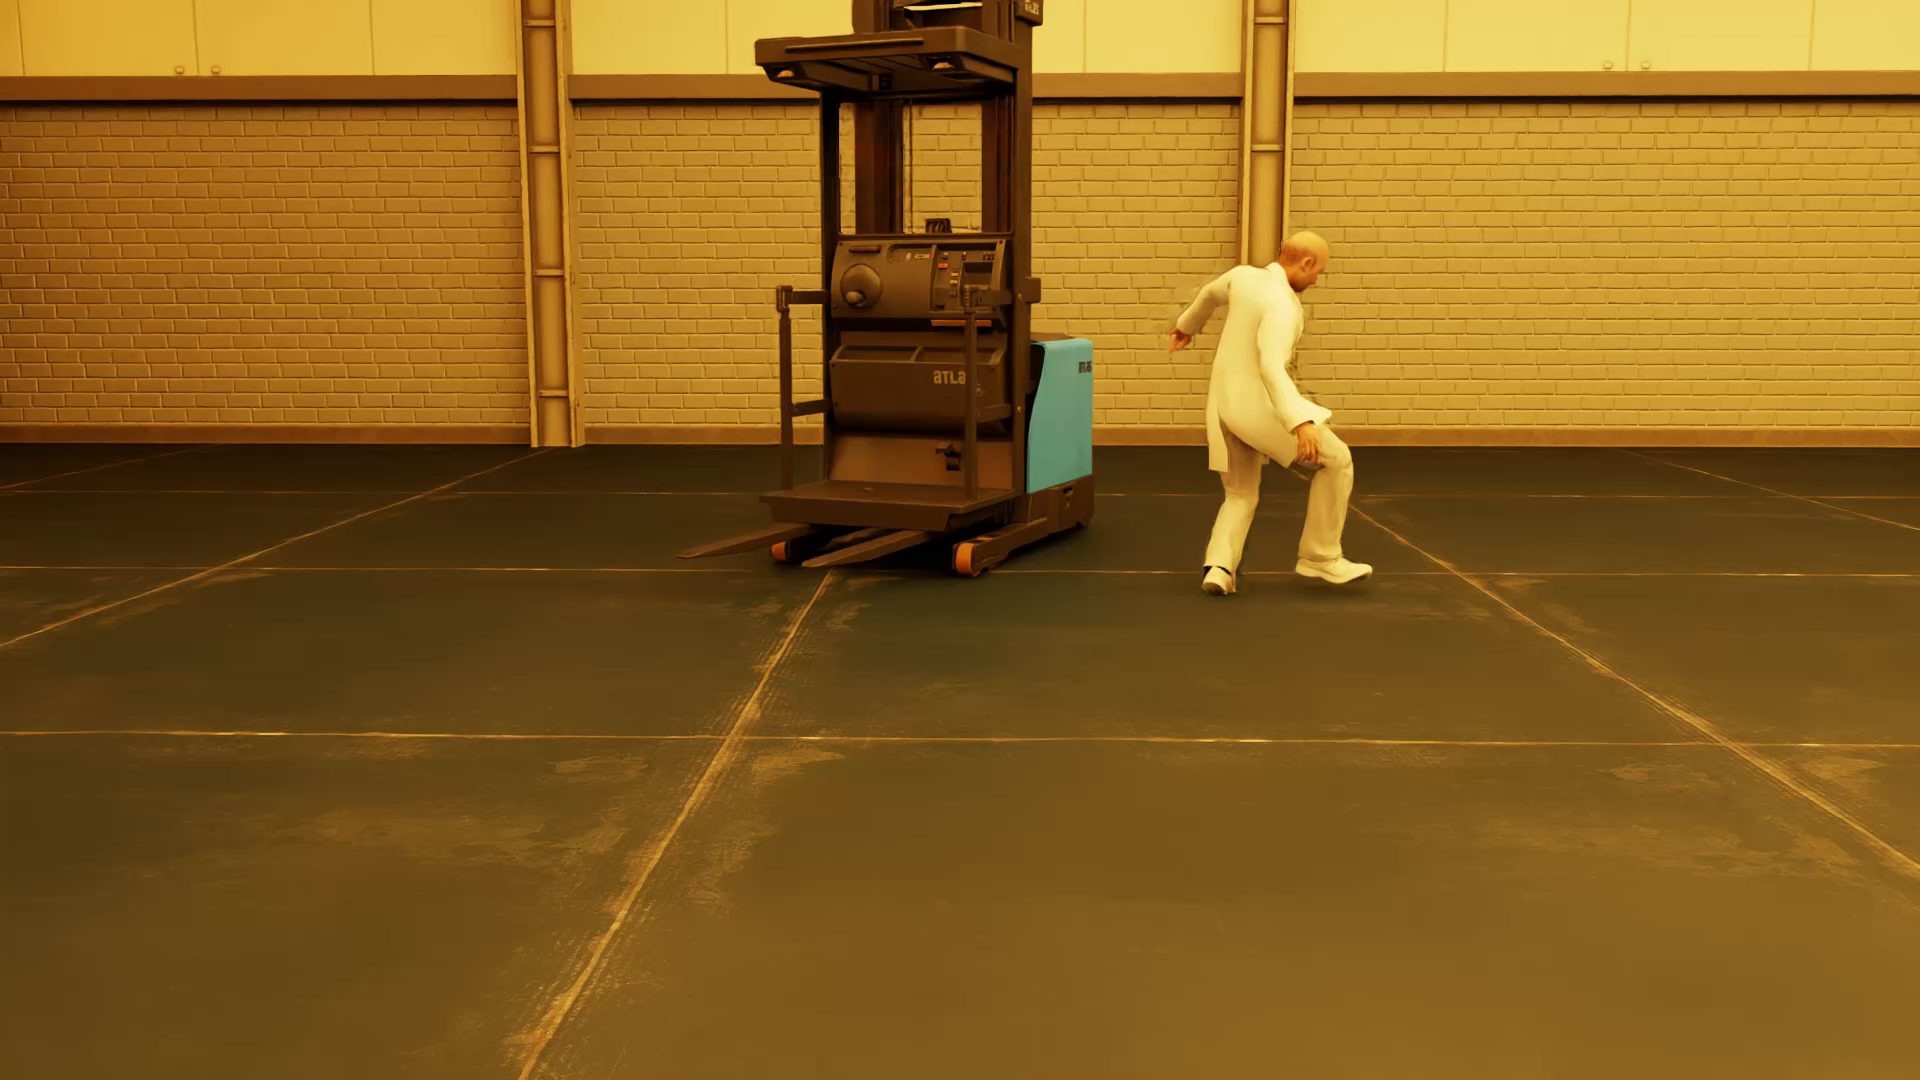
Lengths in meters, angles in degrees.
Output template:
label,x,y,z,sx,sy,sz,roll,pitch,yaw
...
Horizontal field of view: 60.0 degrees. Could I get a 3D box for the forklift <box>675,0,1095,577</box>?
label,x,y,z,sx,sy,sz,roll,pitch,yaw
forklift,-0.296,-1.347,8.116,1.130,2.935,3.031,4,9,23

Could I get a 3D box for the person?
label,x,y,z,sx,sy,sz,roll,pitch,yaw
person,1.308,-0.545,7.577,0.688,1.688,1.255,-3,9,-20
